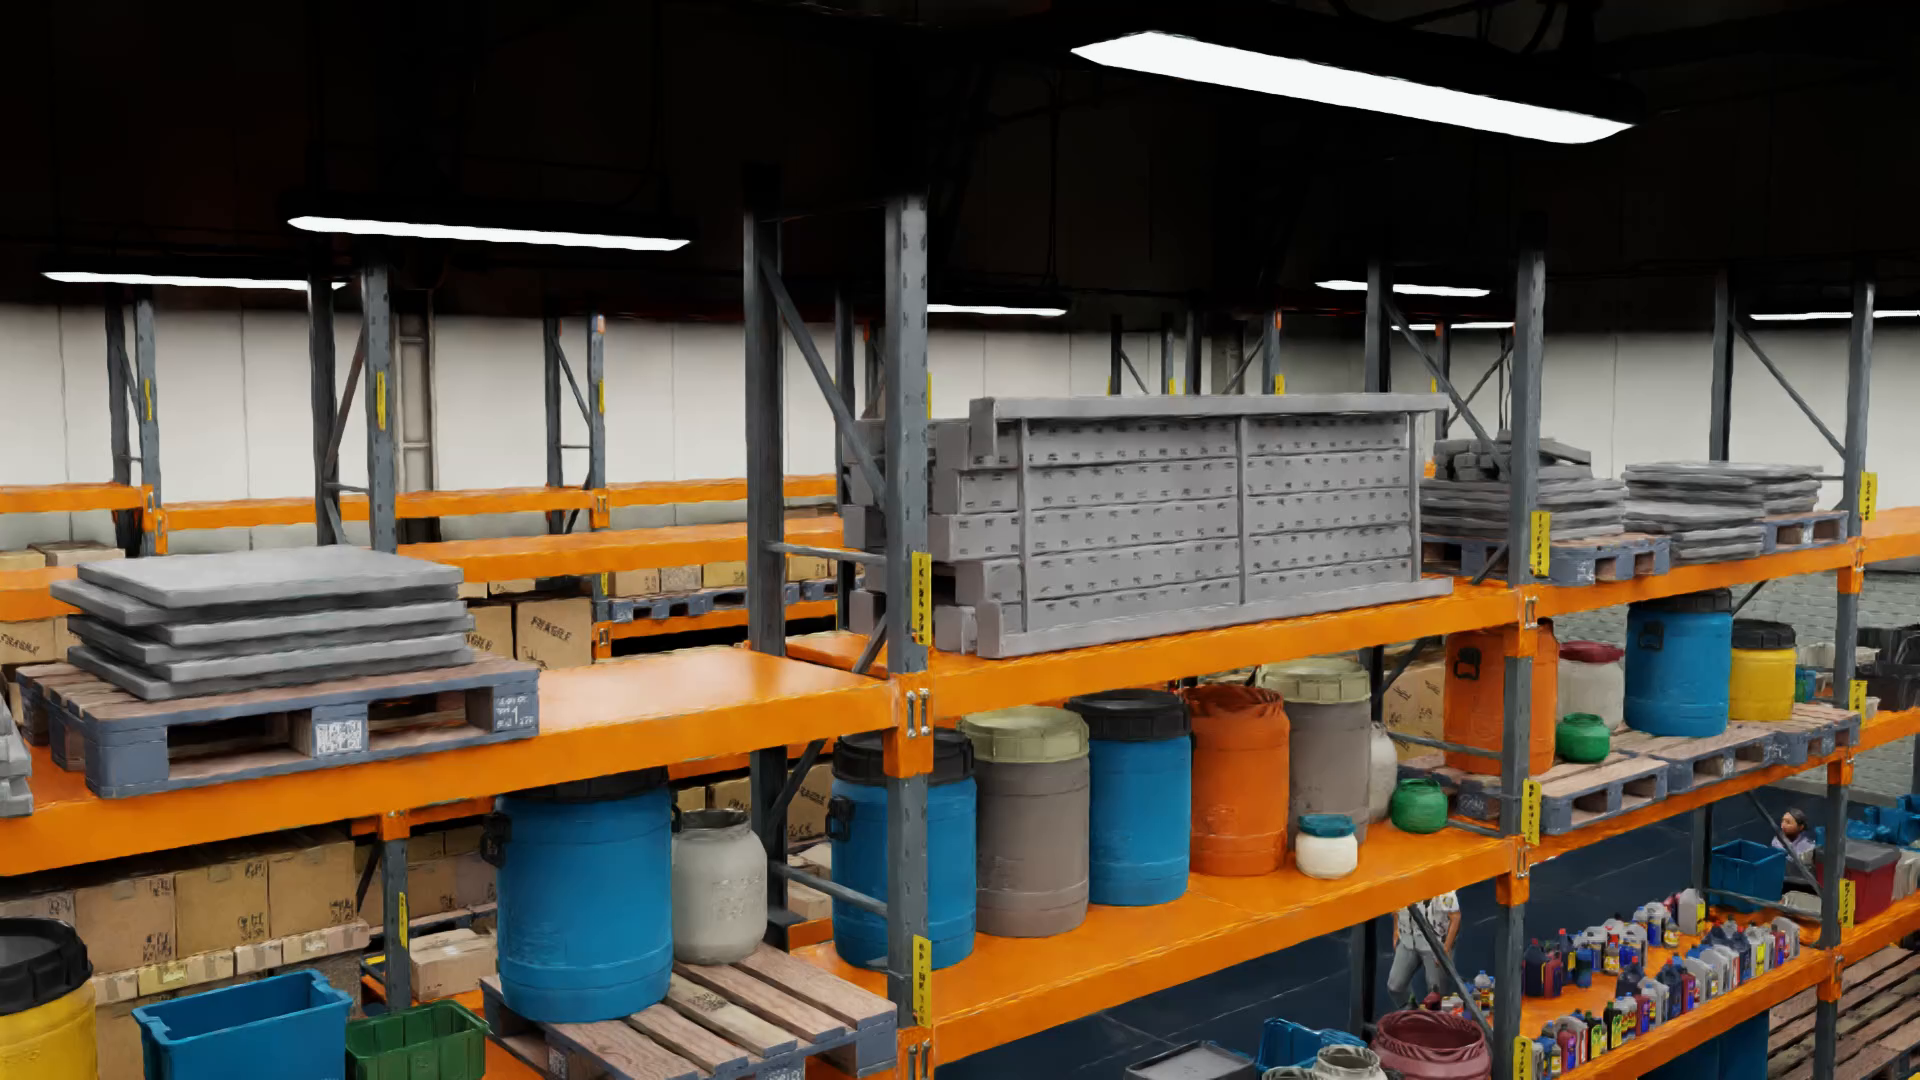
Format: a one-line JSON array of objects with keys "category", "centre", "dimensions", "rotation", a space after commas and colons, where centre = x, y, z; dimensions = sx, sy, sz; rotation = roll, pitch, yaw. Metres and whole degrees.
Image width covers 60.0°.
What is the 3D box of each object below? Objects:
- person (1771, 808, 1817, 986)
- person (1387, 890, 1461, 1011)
[{"category": "person", "centre": [7.002, 3.024, 13.977], "dimensions": [1.003, 1.580, 0.476], "rotation": [-3, 6, -31]}, {"category": "person", "centre": [3.587, 3.133, 12.901], "dimensions": [0.582, 1.611, 0.625], "rotation": [-5, 7, -41]}]
